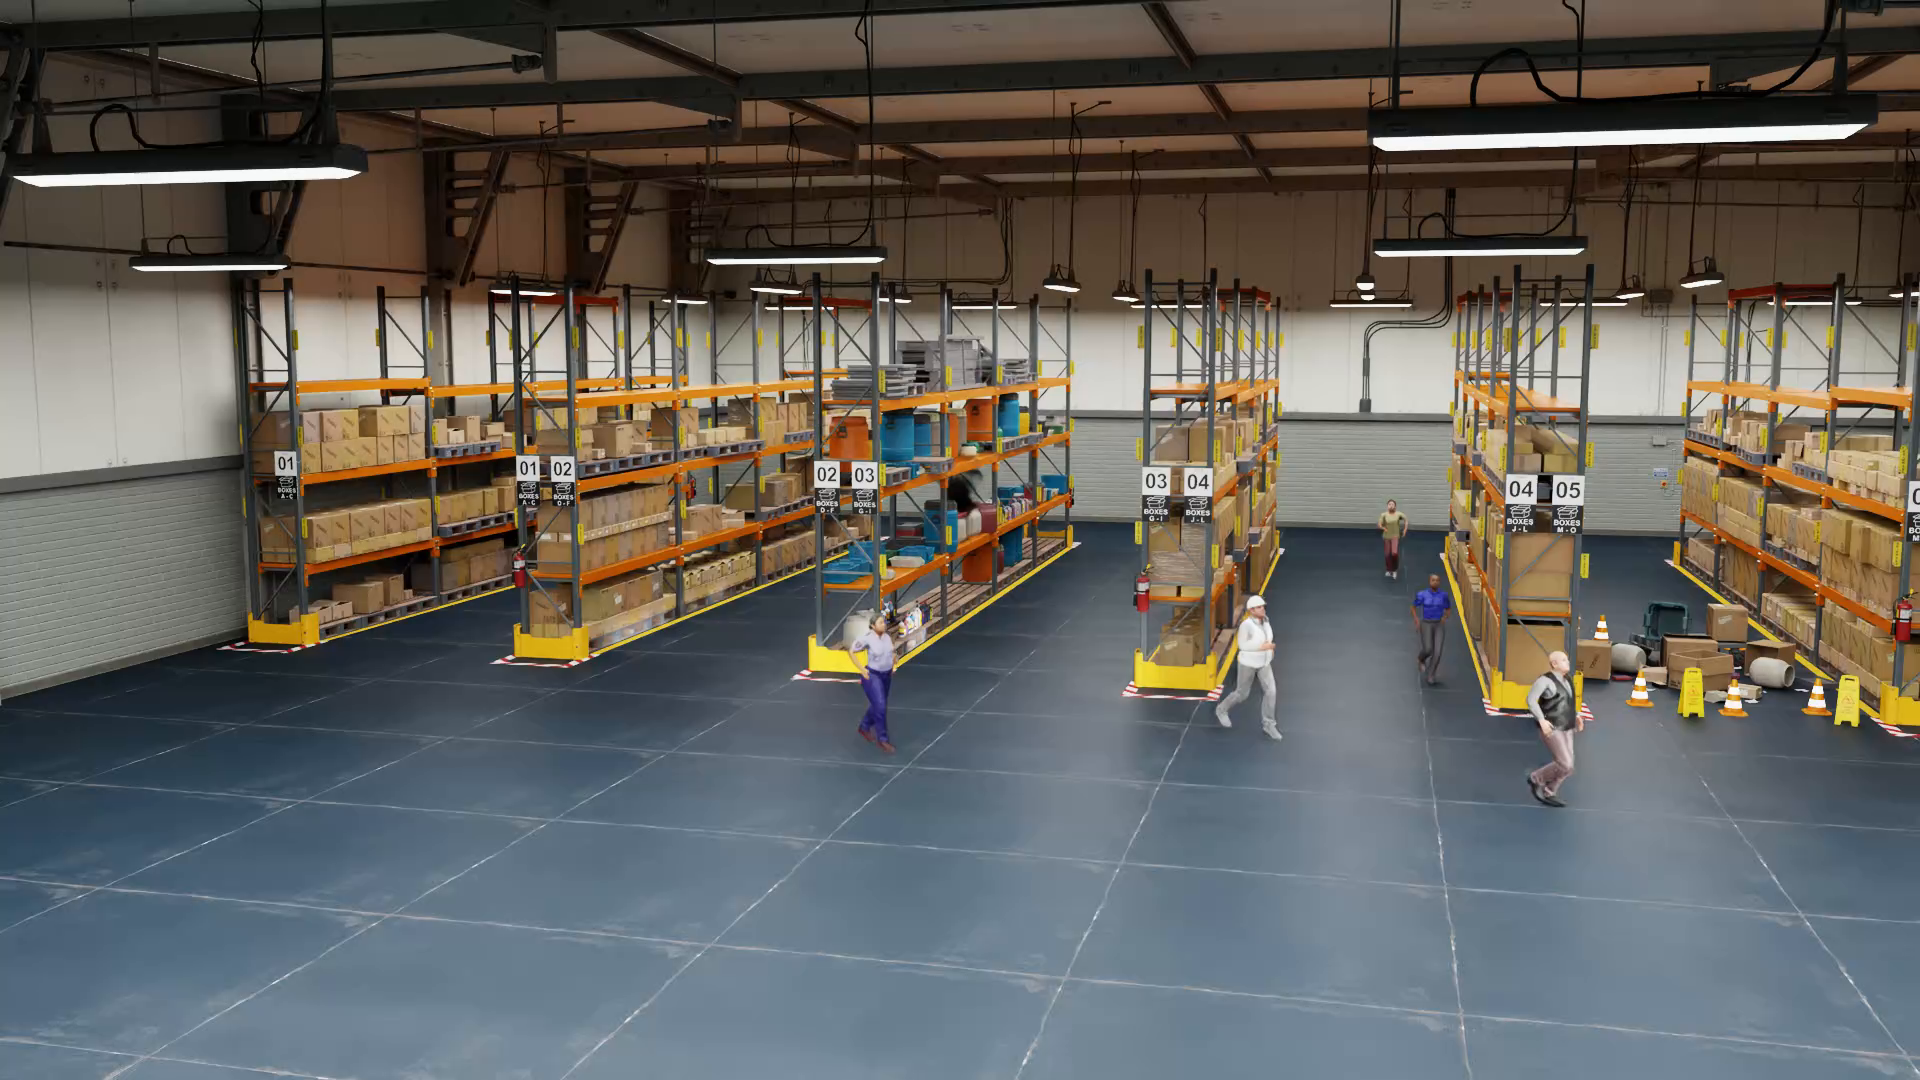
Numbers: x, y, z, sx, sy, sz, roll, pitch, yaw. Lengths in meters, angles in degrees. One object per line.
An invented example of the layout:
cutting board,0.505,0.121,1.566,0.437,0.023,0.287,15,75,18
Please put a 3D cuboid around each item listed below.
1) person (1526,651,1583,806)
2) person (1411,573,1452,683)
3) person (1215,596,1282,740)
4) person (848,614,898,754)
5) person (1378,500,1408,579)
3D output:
person,6.410,2.032,17.880,0.666,1.685,0.515,-5,9,-38
person,6.934,1.290,24.411,0.574,1.612,0.558,0,7,4
person,3.711,1.593,21.157,0.663,1.812,0.939,-5,8,-36
person,-1.018,1.746,20.442,0.766,1.693,0.611,6,9,39
person,9.109,-0.011,35.062,0.594,1.688,0.664,2,7,20
